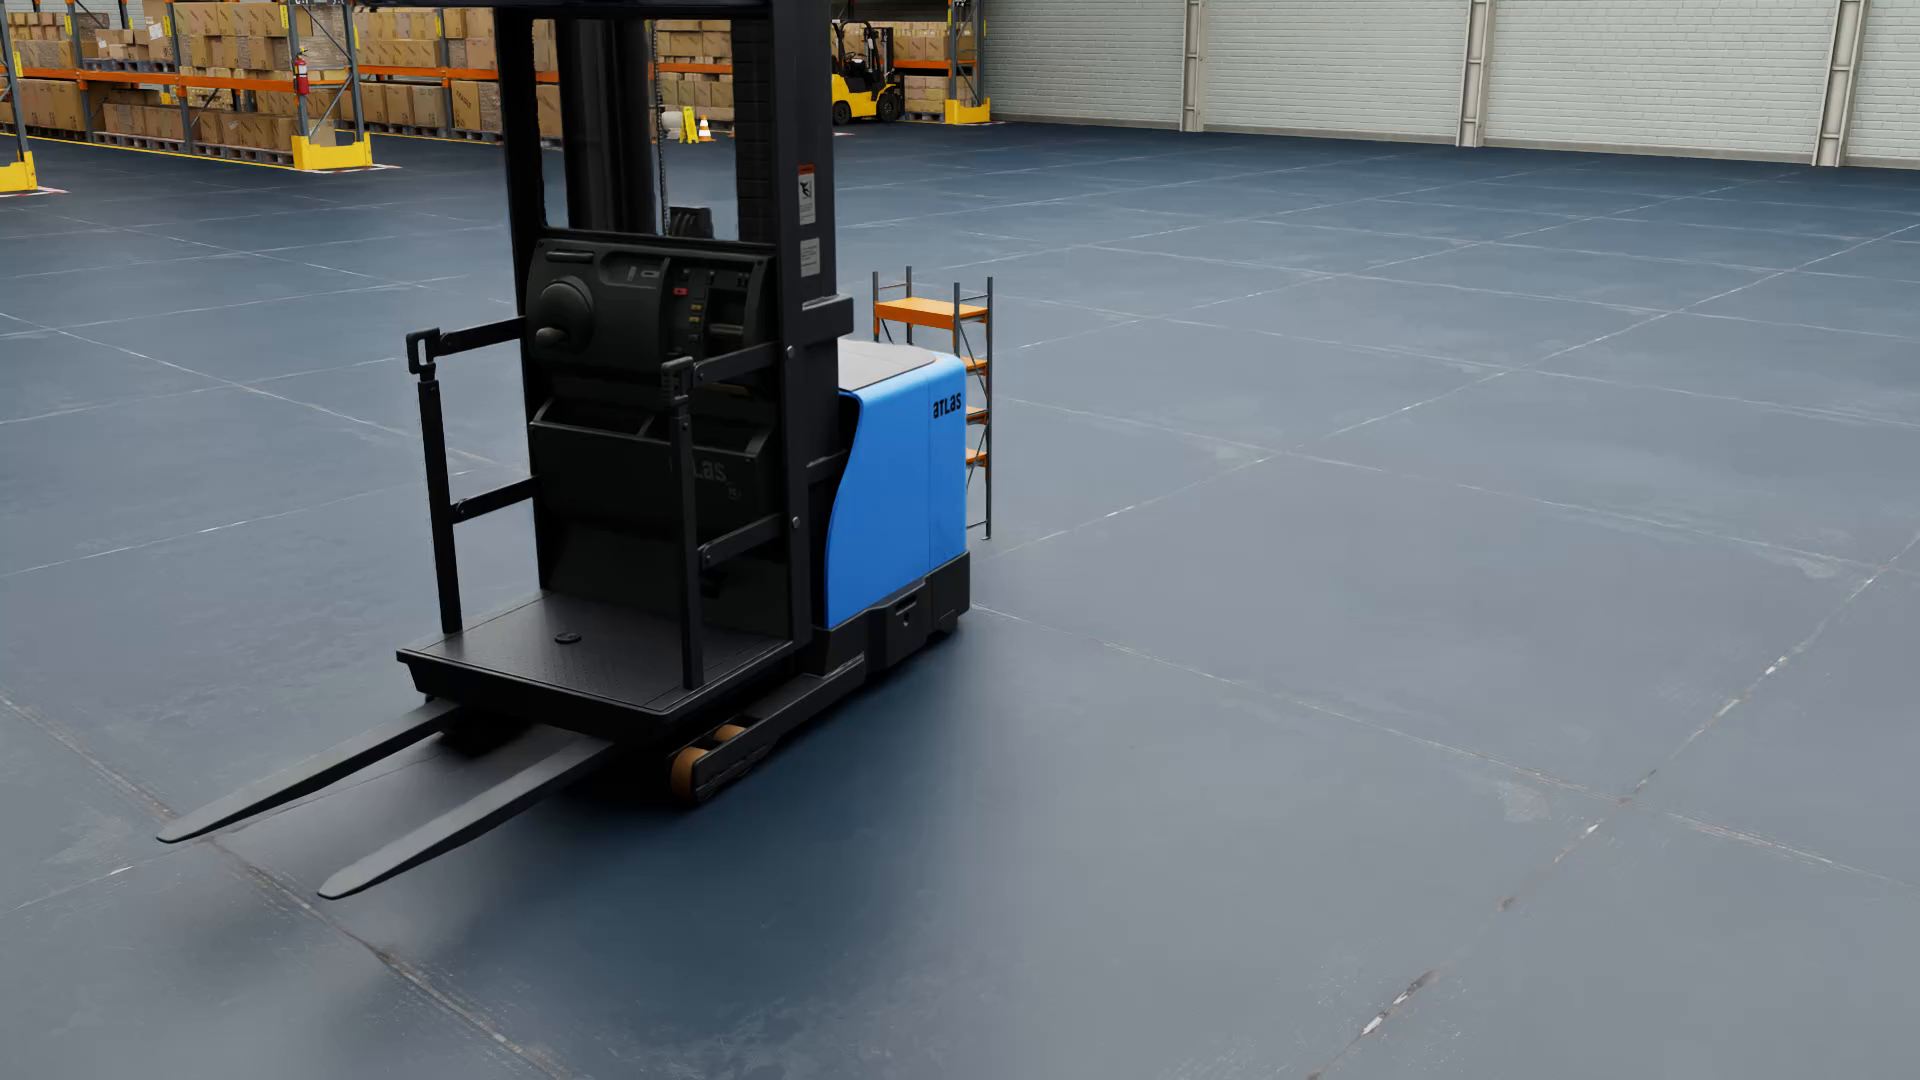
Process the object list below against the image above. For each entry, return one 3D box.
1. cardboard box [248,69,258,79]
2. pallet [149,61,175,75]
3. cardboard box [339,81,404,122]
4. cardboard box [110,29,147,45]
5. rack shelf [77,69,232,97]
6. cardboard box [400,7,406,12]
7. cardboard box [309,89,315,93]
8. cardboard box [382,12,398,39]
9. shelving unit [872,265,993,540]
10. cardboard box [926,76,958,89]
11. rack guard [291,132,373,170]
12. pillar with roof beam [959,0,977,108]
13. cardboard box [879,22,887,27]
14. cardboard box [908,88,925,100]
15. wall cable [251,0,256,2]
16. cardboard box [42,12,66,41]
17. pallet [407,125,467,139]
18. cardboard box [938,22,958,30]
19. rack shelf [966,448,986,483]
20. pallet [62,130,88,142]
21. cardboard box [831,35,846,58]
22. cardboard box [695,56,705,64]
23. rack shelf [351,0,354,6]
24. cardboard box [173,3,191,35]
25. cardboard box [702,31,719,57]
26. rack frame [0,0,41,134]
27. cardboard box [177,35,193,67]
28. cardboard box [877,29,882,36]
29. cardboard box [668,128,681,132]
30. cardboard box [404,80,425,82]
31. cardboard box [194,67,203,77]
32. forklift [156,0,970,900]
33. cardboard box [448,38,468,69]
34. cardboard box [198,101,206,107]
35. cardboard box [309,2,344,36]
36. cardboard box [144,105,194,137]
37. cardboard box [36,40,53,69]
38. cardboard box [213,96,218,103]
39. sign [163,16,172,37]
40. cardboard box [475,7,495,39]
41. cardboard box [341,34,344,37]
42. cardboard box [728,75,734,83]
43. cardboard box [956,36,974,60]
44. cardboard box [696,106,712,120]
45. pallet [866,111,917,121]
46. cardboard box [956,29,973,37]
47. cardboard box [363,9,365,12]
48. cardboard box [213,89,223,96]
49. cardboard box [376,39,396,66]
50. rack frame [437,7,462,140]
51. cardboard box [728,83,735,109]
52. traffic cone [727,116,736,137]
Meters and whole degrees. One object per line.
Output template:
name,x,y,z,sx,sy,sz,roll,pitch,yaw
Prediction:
cardboard box,-11.017,-7.381,26.327,0.250,0.149,0.380,15,23,39
pallet,-13.188,-8.141,28.623,1.213,0.211,1.003,15,23,39
cardboard box,-11.941,-8.937,33.837,0.750,0.750,1.050,15,23,39
cardboard box,-14.790,-8.909,29.864,0.700,0.500,0.500,-14,22,-38
rack shelf,-14.209,-8.105,29.381,4.000,0.370,1.077,15,23,39
cardboard box,-13.474,-12.989,40.691,0.250,0.149,0.380,14,23,38
cardboard box,-13.407,-9.495,34.768,0.500,0.250,0.500,15,23,40
cardboard box,-10.861,-10.077,32.587,0.500,0.500,0.700,15,23,39
shelving unit,-0.124,-0.605,7.535,0.503,1.200,0.258,15,23,39
cardboard box,-0.403,-9.997,36.352,0.500,0.250,0.500,16,24,41
rack guard,-9.778,-6.067,25.903,0.348,0.500,1.175,15,23,39
pillar with roof beam,-2.631,-12.838,33.189,0.400,9.000,9.100,15,23,39
cardboard box,-1.587,-11.493,37.138,0.250,0.149,0.380,15,23,39
cardboard box,-0.791,-9.867,36.769,0.500,0.250,0.500,15,23,39
wall cable,-19.343,-14.324,46.056,0.123,1.953,0.585,15,23,39
cardboard box,-16.726,-9.657,31.259,0.637,0.503,0.797,16,23,40
pallet,-9.972,-7.957,32.335,1.213,0.211,1.003,15,23,39
cardboard box,-0.259,-11.132,36.000,0.250,0.149,0.380,15,23,39
rack shelf,-0.124,-0.352,7.615,0.480,0.148,0.258,15,23,39
pallet,-16.244,-7.696,31.512,1.213,0.211,1.003,15,23,39
cardboard box,-2.685,-11.312,38.131,0.500,0.500,0.500,14,22,38
cardboard box,-5.162,-9.774,33.866,0.250,0.149,0.380,15,23,40
rack shelf,-13.615,-13.383,41.054,4.000,0.370,1.077,15,23,39
cardboard box,-12.545,-8.565,27.330,0.500,0.500,0.500,15,23,39
cardboard box,-4.842,-10.030,33.601,0.500,0.500,0.500,15,23,40
rack frame,-18.697,-9.653,33.068,0.127,3.000,1.000,15,23,39
cardboard box,-12.418,-8.132,27.618,0.500,0.500,0.875,15,23,39
cardboard box,-1.636,-11.331,37.118,0.250,0.149,0.380,14,23,38
cardboard box,-5.464,-7.933,32.361,0.380,0.149,0.250,-6,18,-18
cardboard box,-13.860,-11.385,42.069,0.875,0.438,0.875,16,24,41
cardboard box,-12.368,-7.718,27.389,0.250,0.149,0.380,15,23,39
forklift,-1.111,-0.752,5.134,1.130,2.935,3.031,9,20,27
cardboard box,-9.061,-9.148,31.231,0.550,0.550,0.875,15,23,39
cardboard box,-17.200,-9.964,38.067,0.250,0.149,0.380,14,22,37
cardboard box,-9.952,-8.081,25.807,0.500,0.500,0.500,15,23,39
cardboard box,-13.921,-7.405,29.391,0.500,0.500,0.700,13,22,35
cardboard box,-16.998,-9.145,31.304,0.500,0.500,0.500,14,22,38
cardboard box,-16.711,-10.008,37.715,0.250,0.149,0.380,14,22,37
sign,-13.079,-8.472,27.434,0.005,0.325,0.100,15,23,39
cardboard box,-8.291,-9.429,30.330,0.550,0.550,0.875,15,23,39
cardboard box,-12.557,-10.453,34.327,0.250,0.149,0.380,15,23,39
cardboard box,-4.421,-9.253,33.349,0.250,0.149,0.380,16,23,40
cardboard box,-0.038,-10.819,36.578,0.500,0.500,0.500,16,24,41
cardboard box,-5.068,-8.788,34.195,0.500,0.250,0.500,15,23,39
pallet,-1.359,-9.669,37.730,1.213,0.211,1.003,15,23,39
cardboard box,0.067,-11.093,36.368,0.250,0.149,0.380,14,23,38
cardboard box,-14.785,-13.361,41.862,0.250,0.149,0.380,16,23,41
cardboard box,-16.582,-10.086,37.469,0.250,0.149,0.380,14,22,37
cardboard box,-11.050,-9.545,32.562,0.500,0.500,0.500,15,23,39
rack frame,-9.345,-9.148,31.479,0.127,3.000,1.000,15,23,39
cardboard box,-4.308,-8.938,33.429,0.500,0.500,0.500,16,24,41
traffic cone,-4.321,-8.071,32.277,0.334,0.463,0.336,15,23,39
